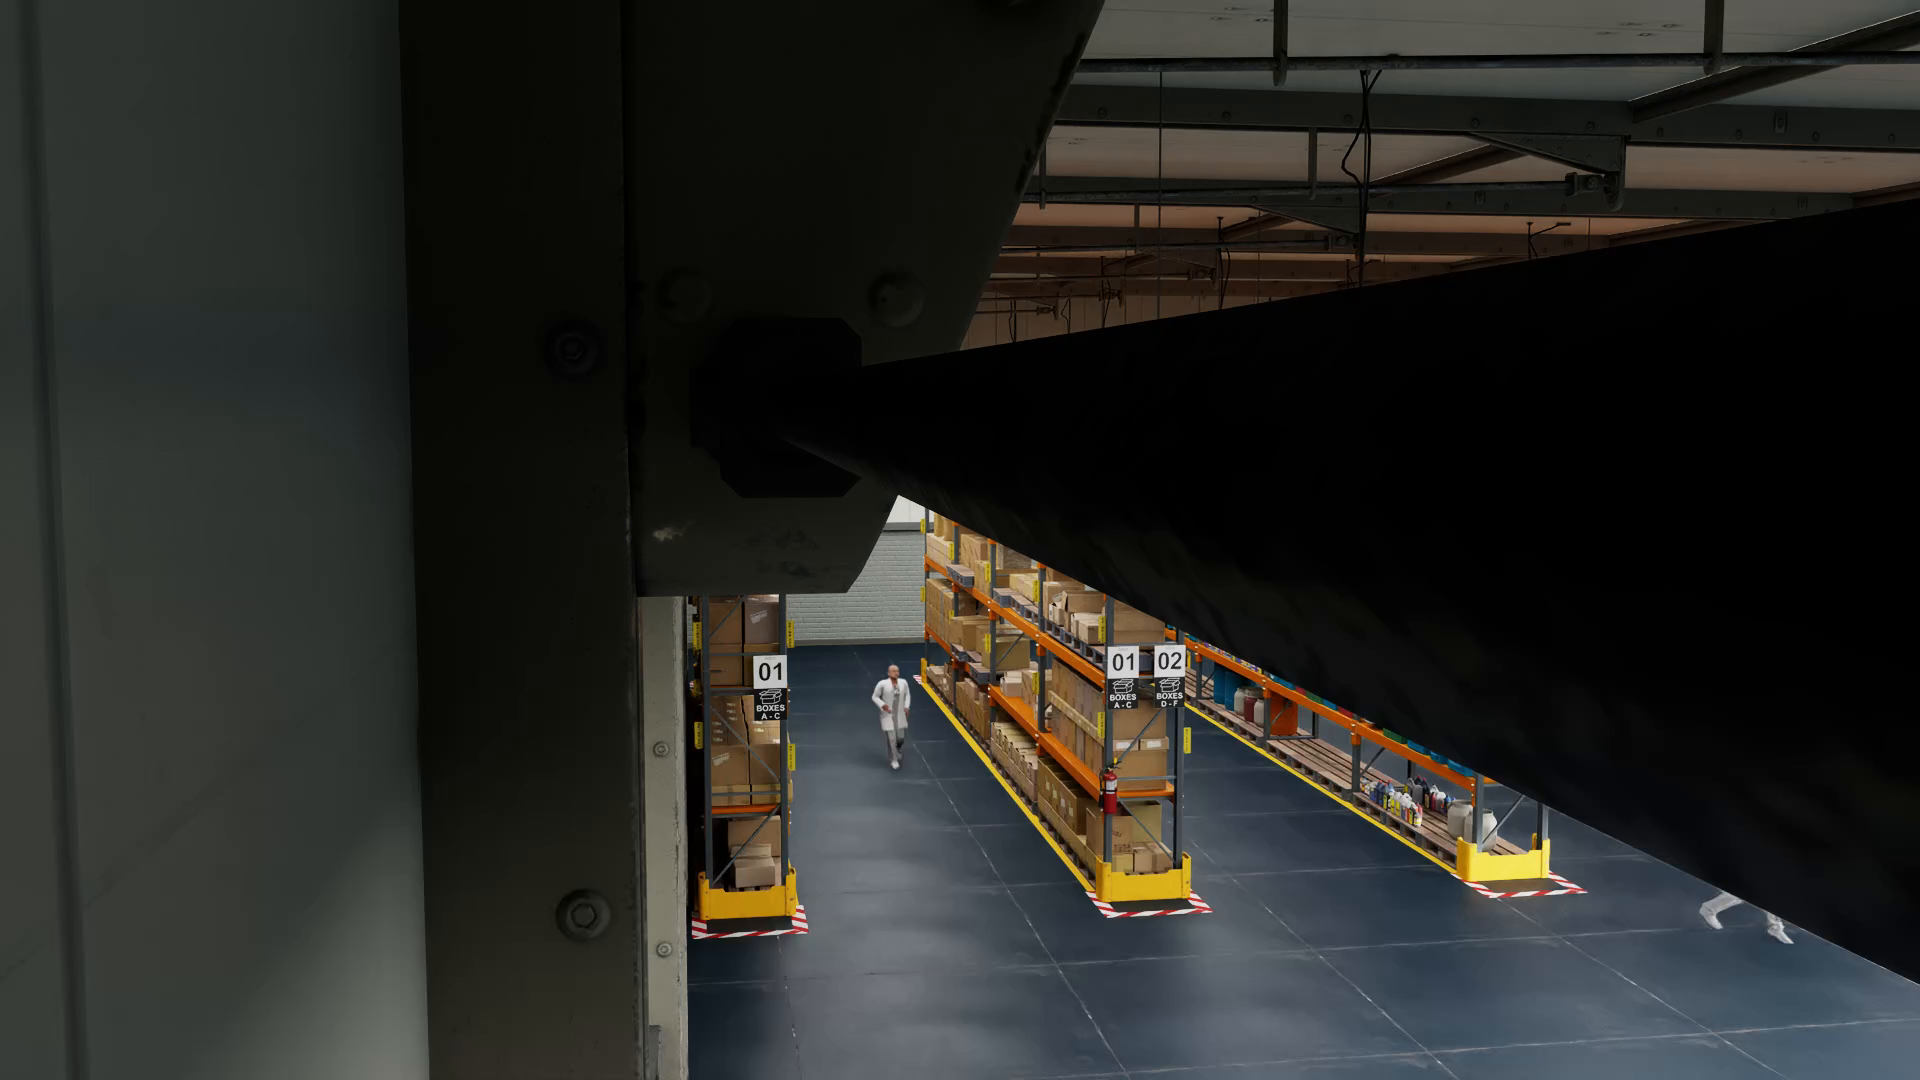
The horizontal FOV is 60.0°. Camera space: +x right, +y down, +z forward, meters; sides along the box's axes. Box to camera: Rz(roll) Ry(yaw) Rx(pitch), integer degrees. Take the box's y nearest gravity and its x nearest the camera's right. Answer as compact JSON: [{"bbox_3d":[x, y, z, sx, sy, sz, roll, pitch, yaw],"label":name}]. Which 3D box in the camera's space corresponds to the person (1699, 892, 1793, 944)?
[{"bbox_3d":[9.188,3.803,19.351,1.045,1.733,0.697,2,5,22],"label":"person"}]

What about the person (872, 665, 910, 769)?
[{"bbox_3d":[-1.147,2.988,28.194,0.698,1.749,0.678,-2,5,-18],"label":"person"}]
